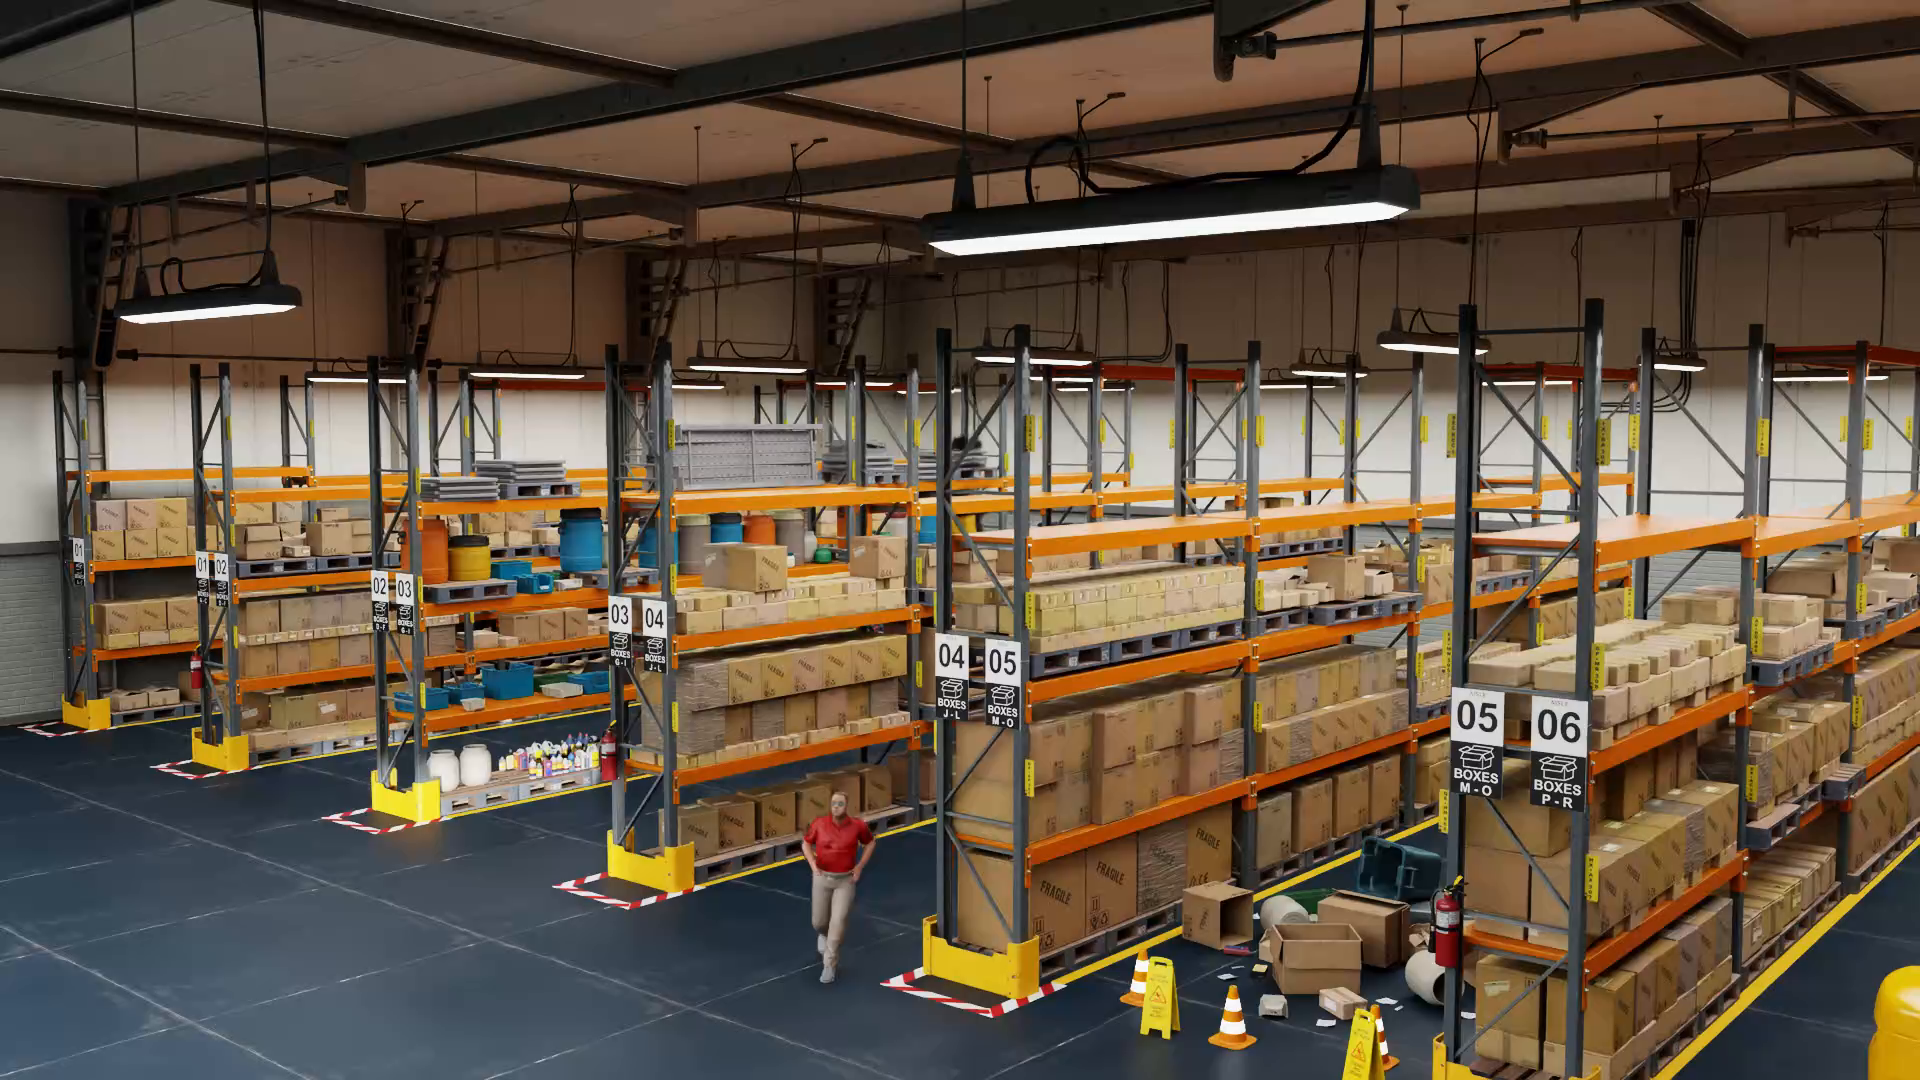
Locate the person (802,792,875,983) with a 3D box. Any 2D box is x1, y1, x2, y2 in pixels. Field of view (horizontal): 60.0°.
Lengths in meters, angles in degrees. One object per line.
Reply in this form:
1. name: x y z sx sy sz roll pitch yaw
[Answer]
1. person: -1.142 3.201 15.618 0.677 1.722 0.808 0 4 4
